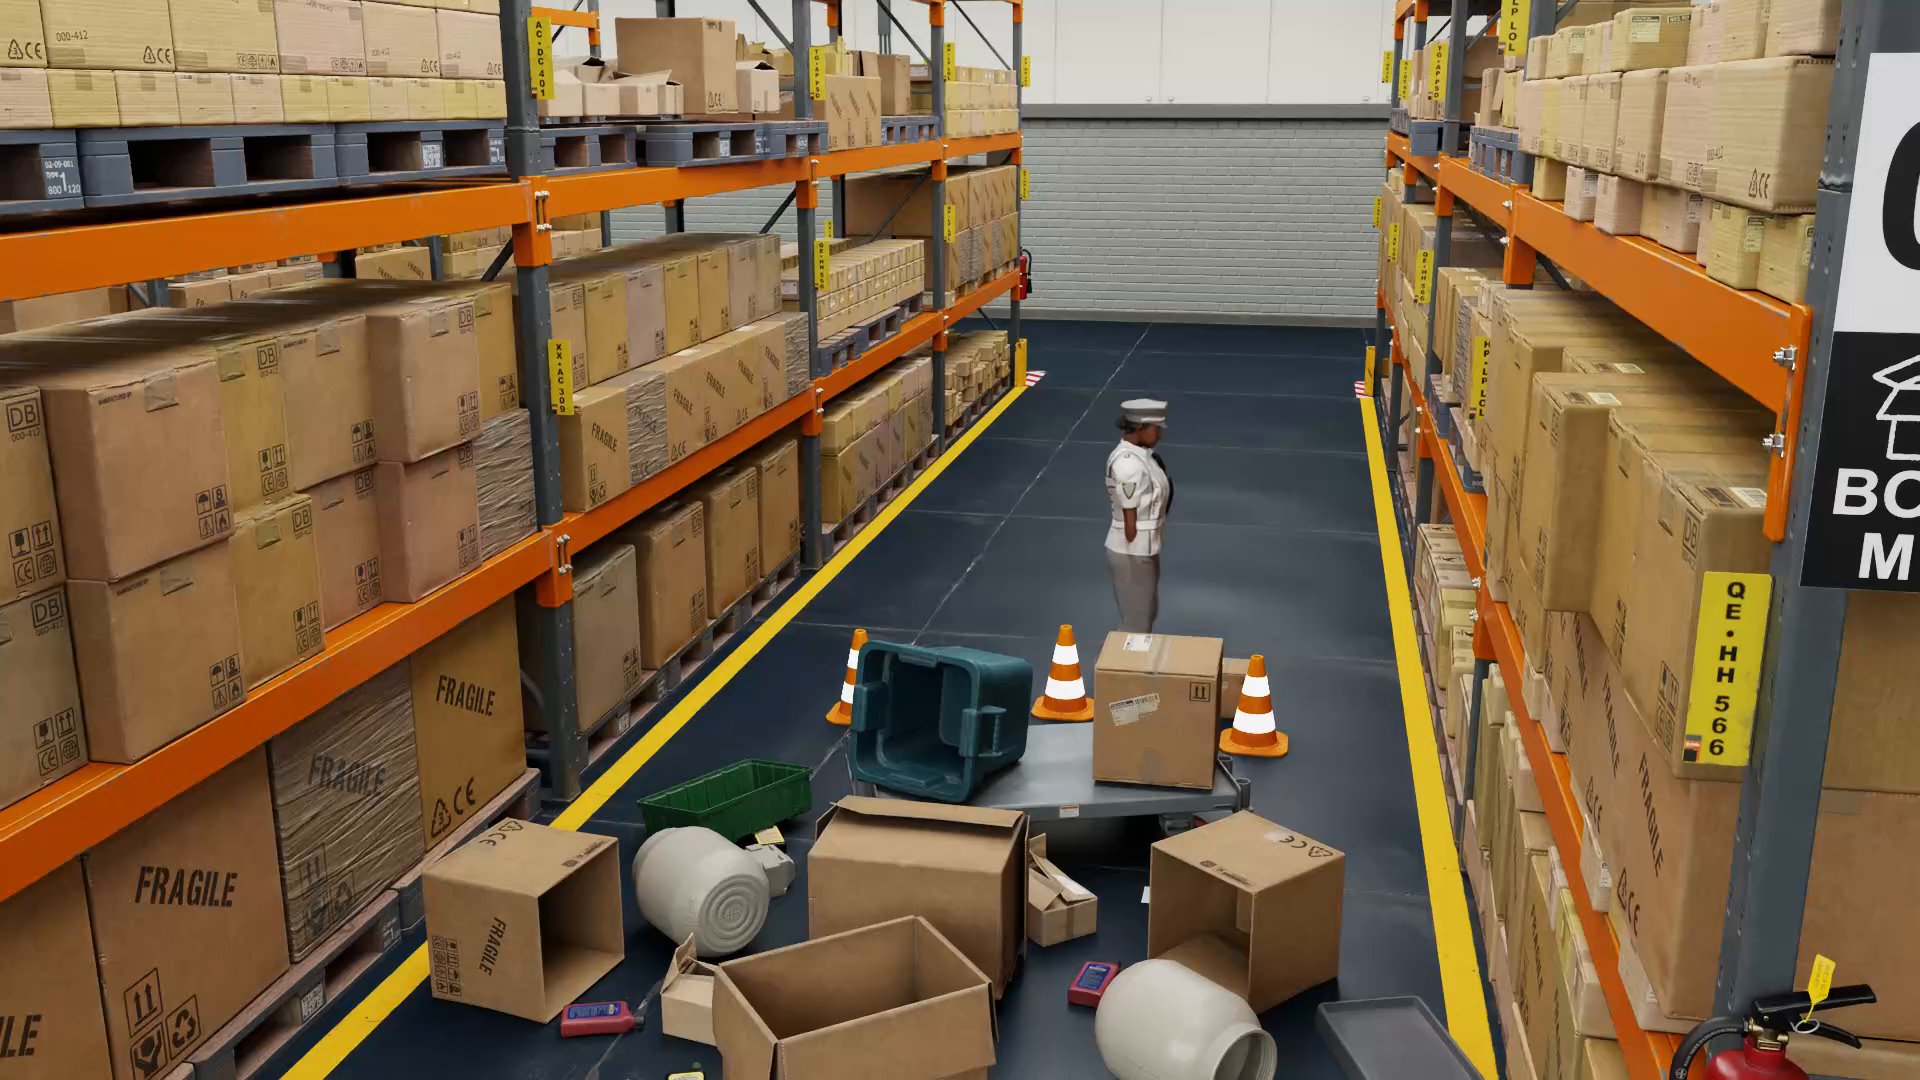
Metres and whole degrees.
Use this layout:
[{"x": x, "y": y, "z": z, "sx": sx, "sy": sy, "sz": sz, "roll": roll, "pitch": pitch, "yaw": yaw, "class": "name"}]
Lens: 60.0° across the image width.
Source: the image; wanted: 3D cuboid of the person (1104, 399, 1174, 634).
[{"x": 0.931, "y": 0.083, "z": 8.741, "sx": 0.339, "sy": 1.665, "sz": 0.439, "roll": 3, "pitch": 15, "yaw": 12, "class": "person"}]
